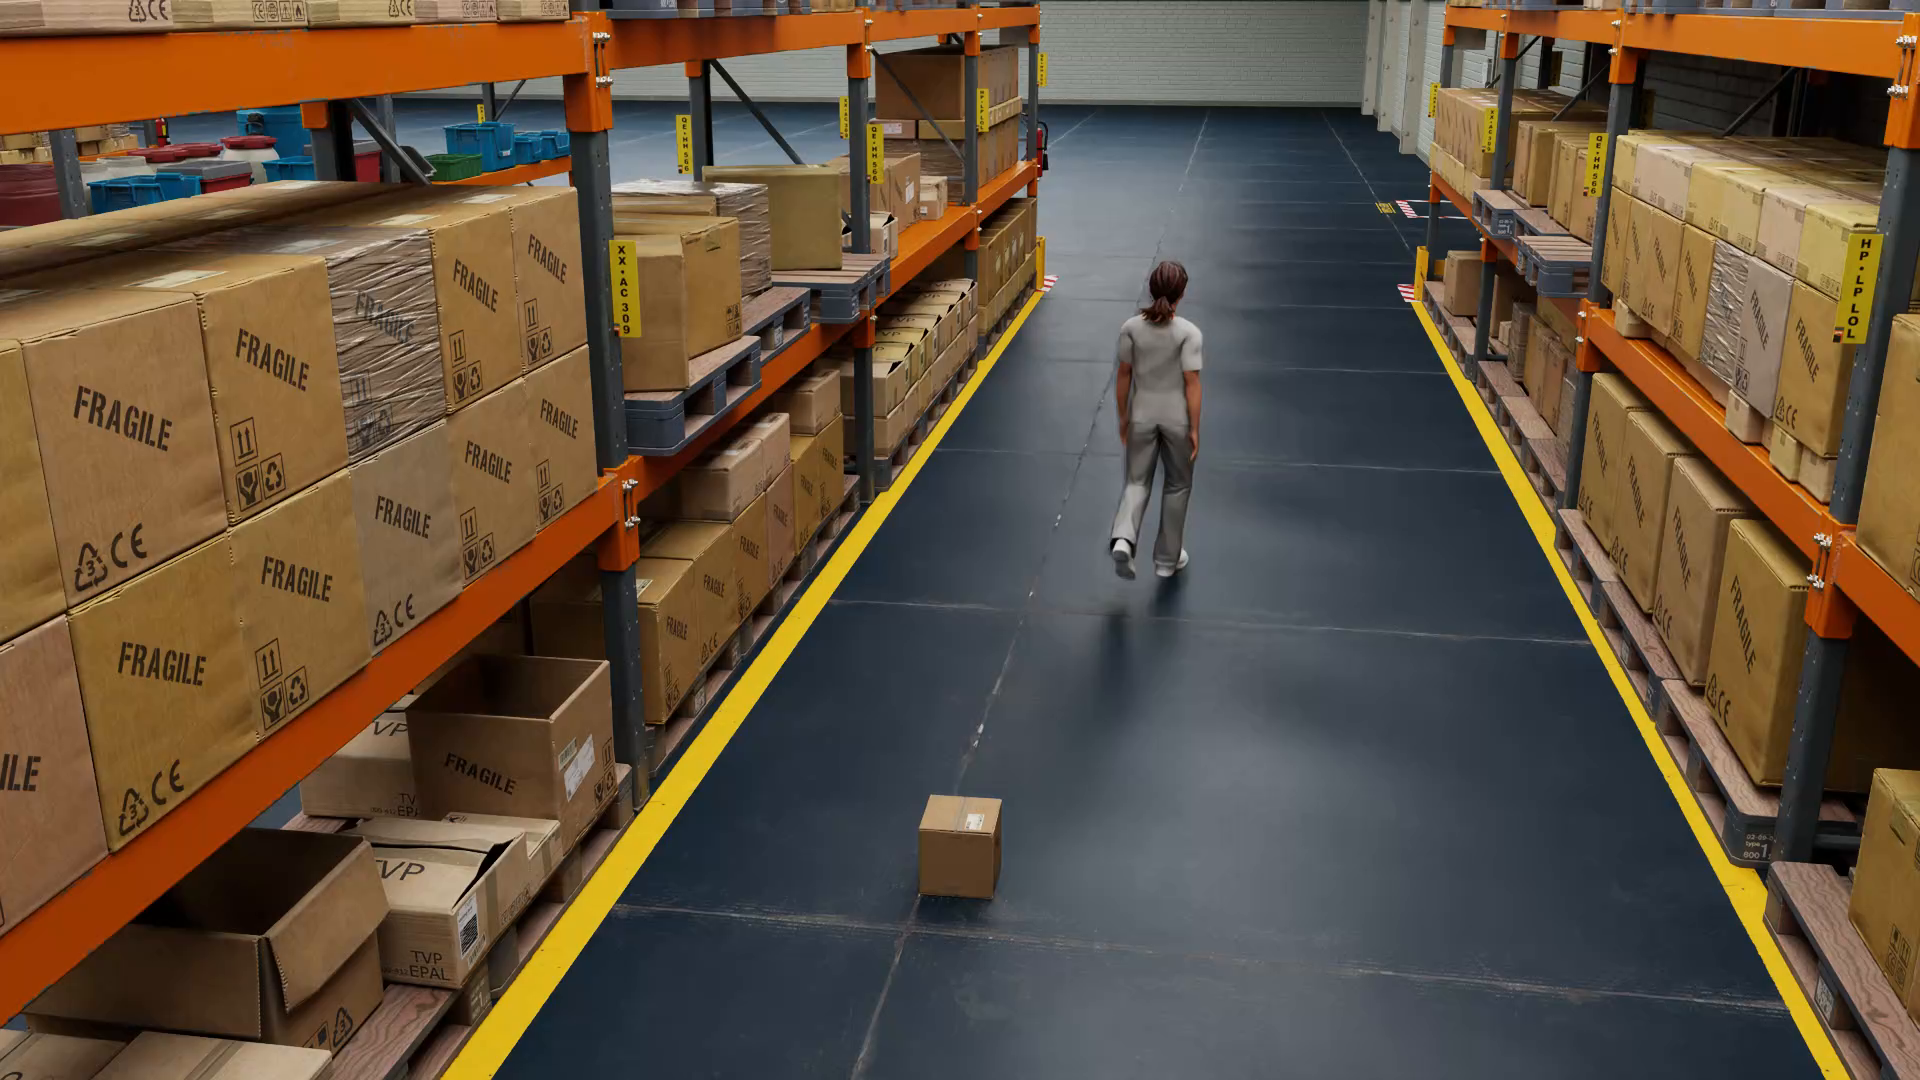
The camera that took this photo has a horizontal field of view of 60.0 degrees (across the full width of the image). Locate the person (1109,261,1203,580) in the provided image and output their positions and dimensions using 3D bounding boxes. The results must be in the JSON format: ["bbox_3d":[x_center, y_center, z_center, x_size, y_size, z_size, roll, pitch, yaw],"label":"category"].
[{"bbox_3d":[0.981,-0.566,8.273,0.450,1.641,0.786,7,19,21],"label":"person"}]
